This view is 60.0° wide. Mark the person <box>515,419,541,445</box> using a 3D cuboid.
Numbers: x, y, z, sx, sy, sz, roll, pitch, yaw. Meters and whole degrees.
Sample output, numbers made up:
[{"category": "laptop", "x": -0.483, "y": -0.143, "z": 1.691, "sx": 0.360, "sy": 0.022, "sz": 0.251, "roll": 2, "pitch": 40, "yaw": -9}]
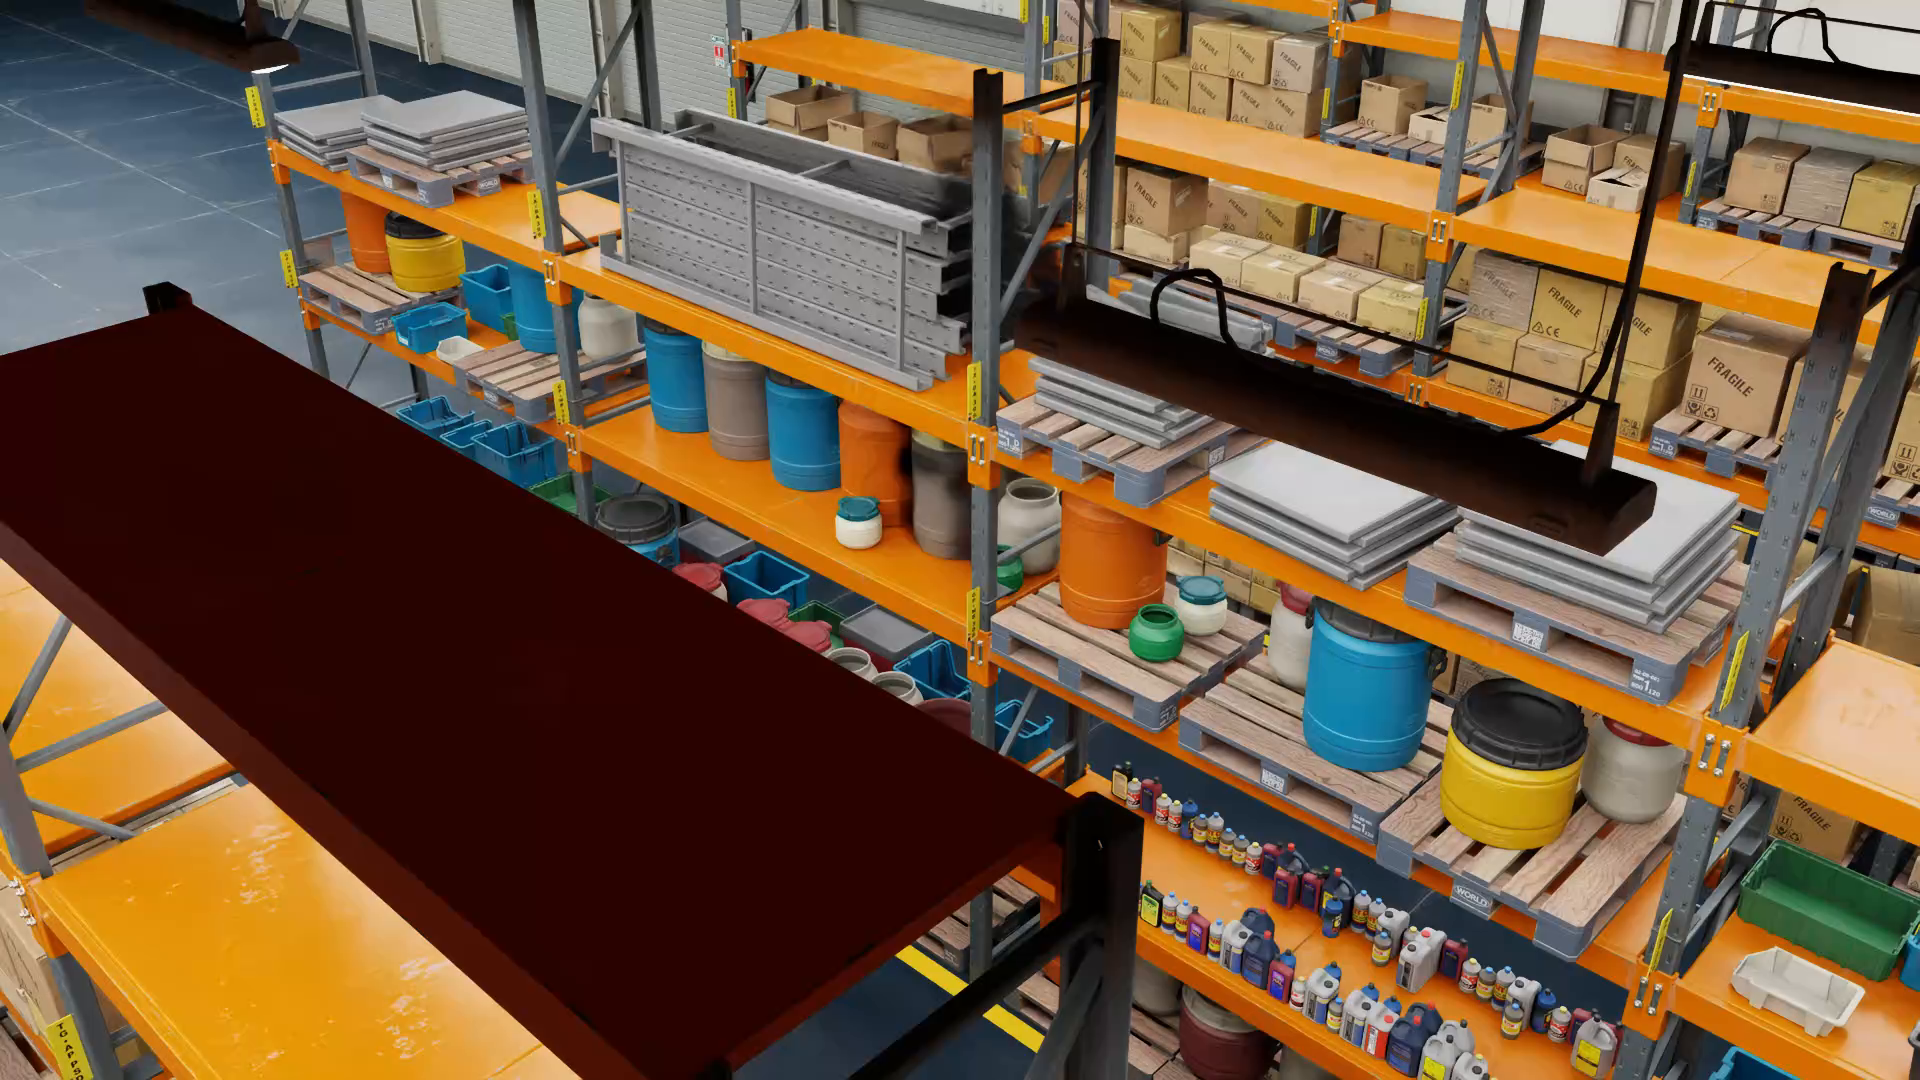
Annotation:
[{"category": "person", "x": -4.326, "y": -1.154, "z": 16.633, "sx": 0.654, "sy": 1.682, "sz": 0.556, "roll": 6, "pitch": 30, "yaw": 10}]
